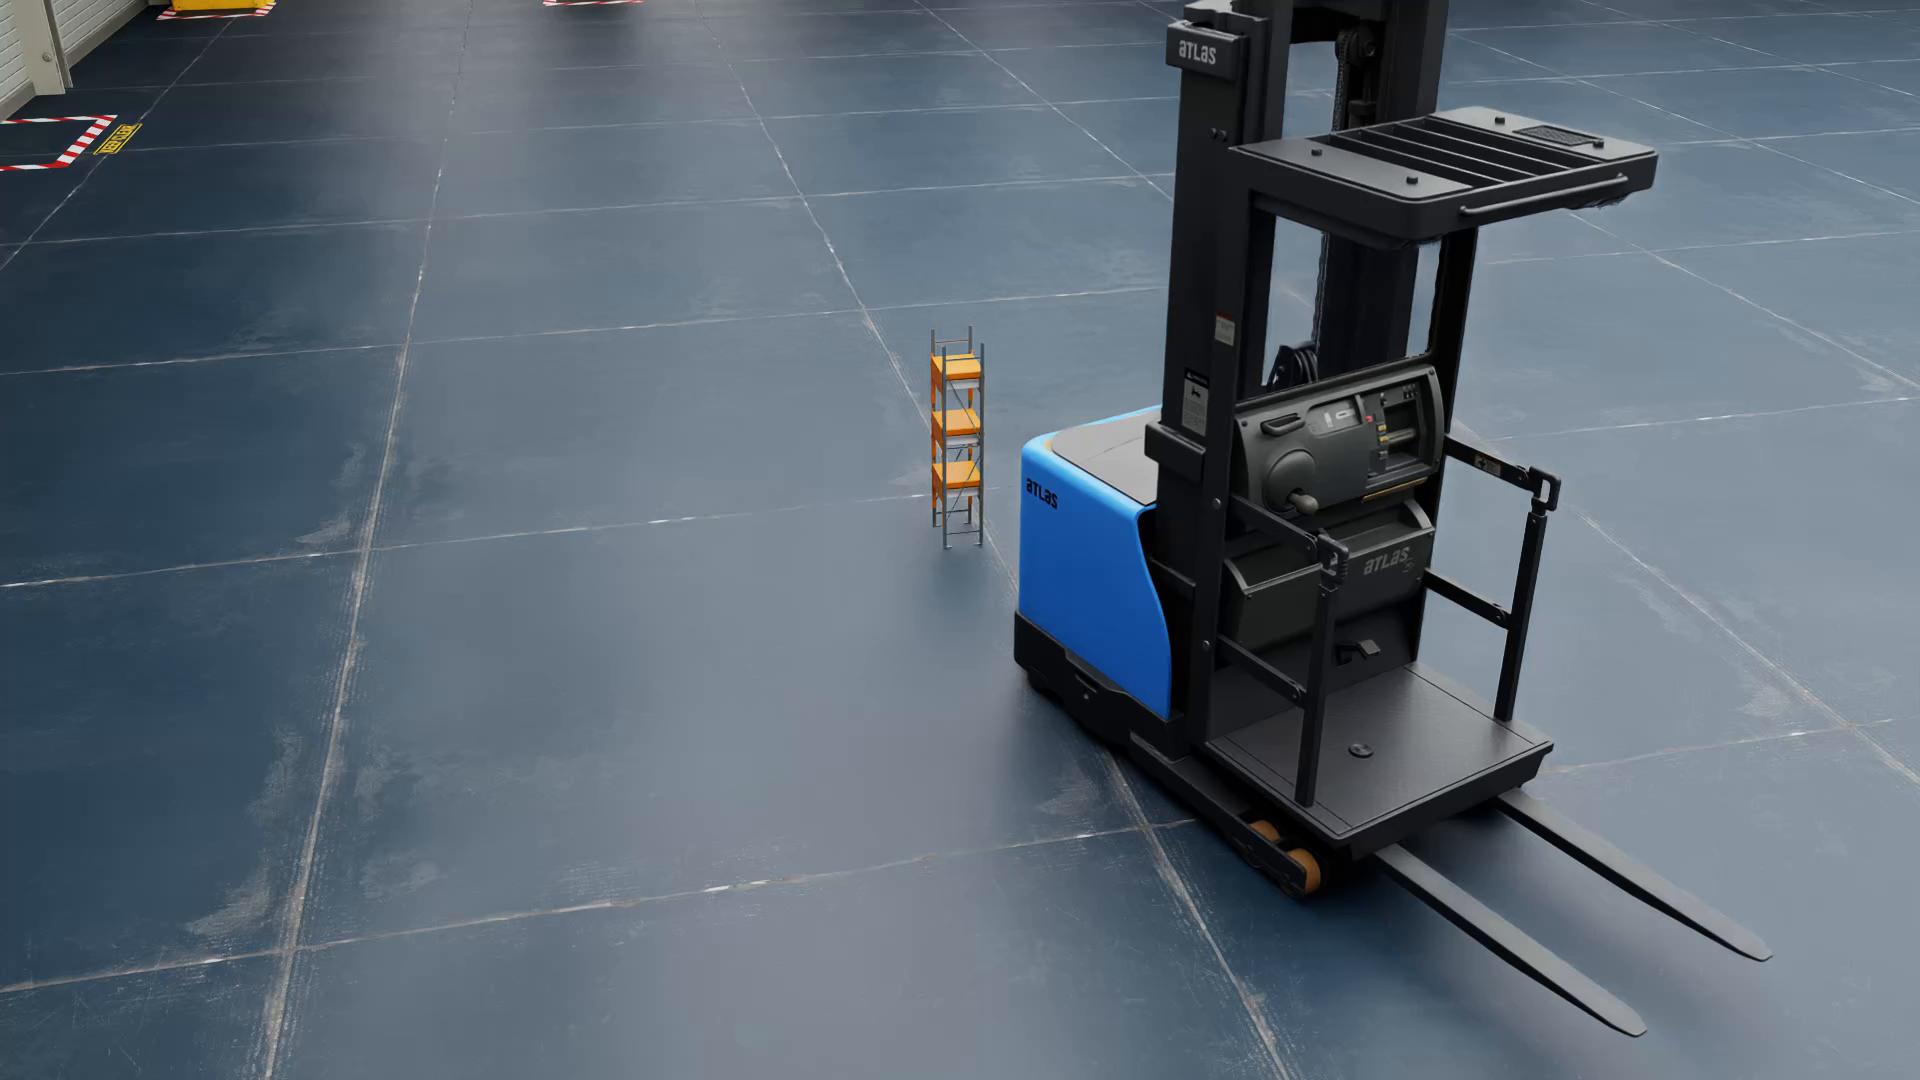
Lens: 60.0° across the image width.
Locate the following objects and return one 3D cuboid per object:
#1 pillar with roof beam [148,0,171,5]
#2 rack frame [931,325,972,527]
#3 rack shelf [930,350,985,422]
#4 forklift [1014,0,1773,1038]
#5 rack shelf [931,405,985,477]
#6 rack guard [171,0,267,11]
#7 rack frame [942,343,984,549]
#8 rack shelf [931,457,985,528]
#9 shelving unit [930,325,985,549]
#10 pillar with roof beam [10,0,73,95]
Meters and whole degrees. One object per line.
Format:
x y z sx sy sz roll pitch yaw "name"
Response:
-6.841 -11.884 21.808 9.100 9.000 0.400 -6 27 -12 "pillar with roof beam"
-0.040 -0.546 8.166 0.200 1.050 0.008 -6 27 -12 "rack frame"
-0.012 -0.736 7.937 0.215 0.259 0.240 -6 27 -12 "rack shelf"
1.446 -0.309 5.610 1.130 2.935 3.031 -16 31 -29 "forklift"
-0.012 -0.483 8.065 0.215 0.259 0.240 -6 27 -12 "rack shelf"
-10.052 -7.466 22.488 1.175 0.500 0.348 -6 27 -12 "rack guard"
0.015 -0.439 7.954 0.200 1.050 0.008 -6 27 -12 "rack frame"
-0.012 -0.235 8.190 0.215 0.259 0.240 -6 27 -12 "rack shelf"
-0.012 -0.492 8.060 0.215 1.050 0.252 -6 27 -12 "shelving unit"
-5.489 -9.250 16.589 9.100 9.000 0.400 -6 27 -12 "pillar with roof beam"
